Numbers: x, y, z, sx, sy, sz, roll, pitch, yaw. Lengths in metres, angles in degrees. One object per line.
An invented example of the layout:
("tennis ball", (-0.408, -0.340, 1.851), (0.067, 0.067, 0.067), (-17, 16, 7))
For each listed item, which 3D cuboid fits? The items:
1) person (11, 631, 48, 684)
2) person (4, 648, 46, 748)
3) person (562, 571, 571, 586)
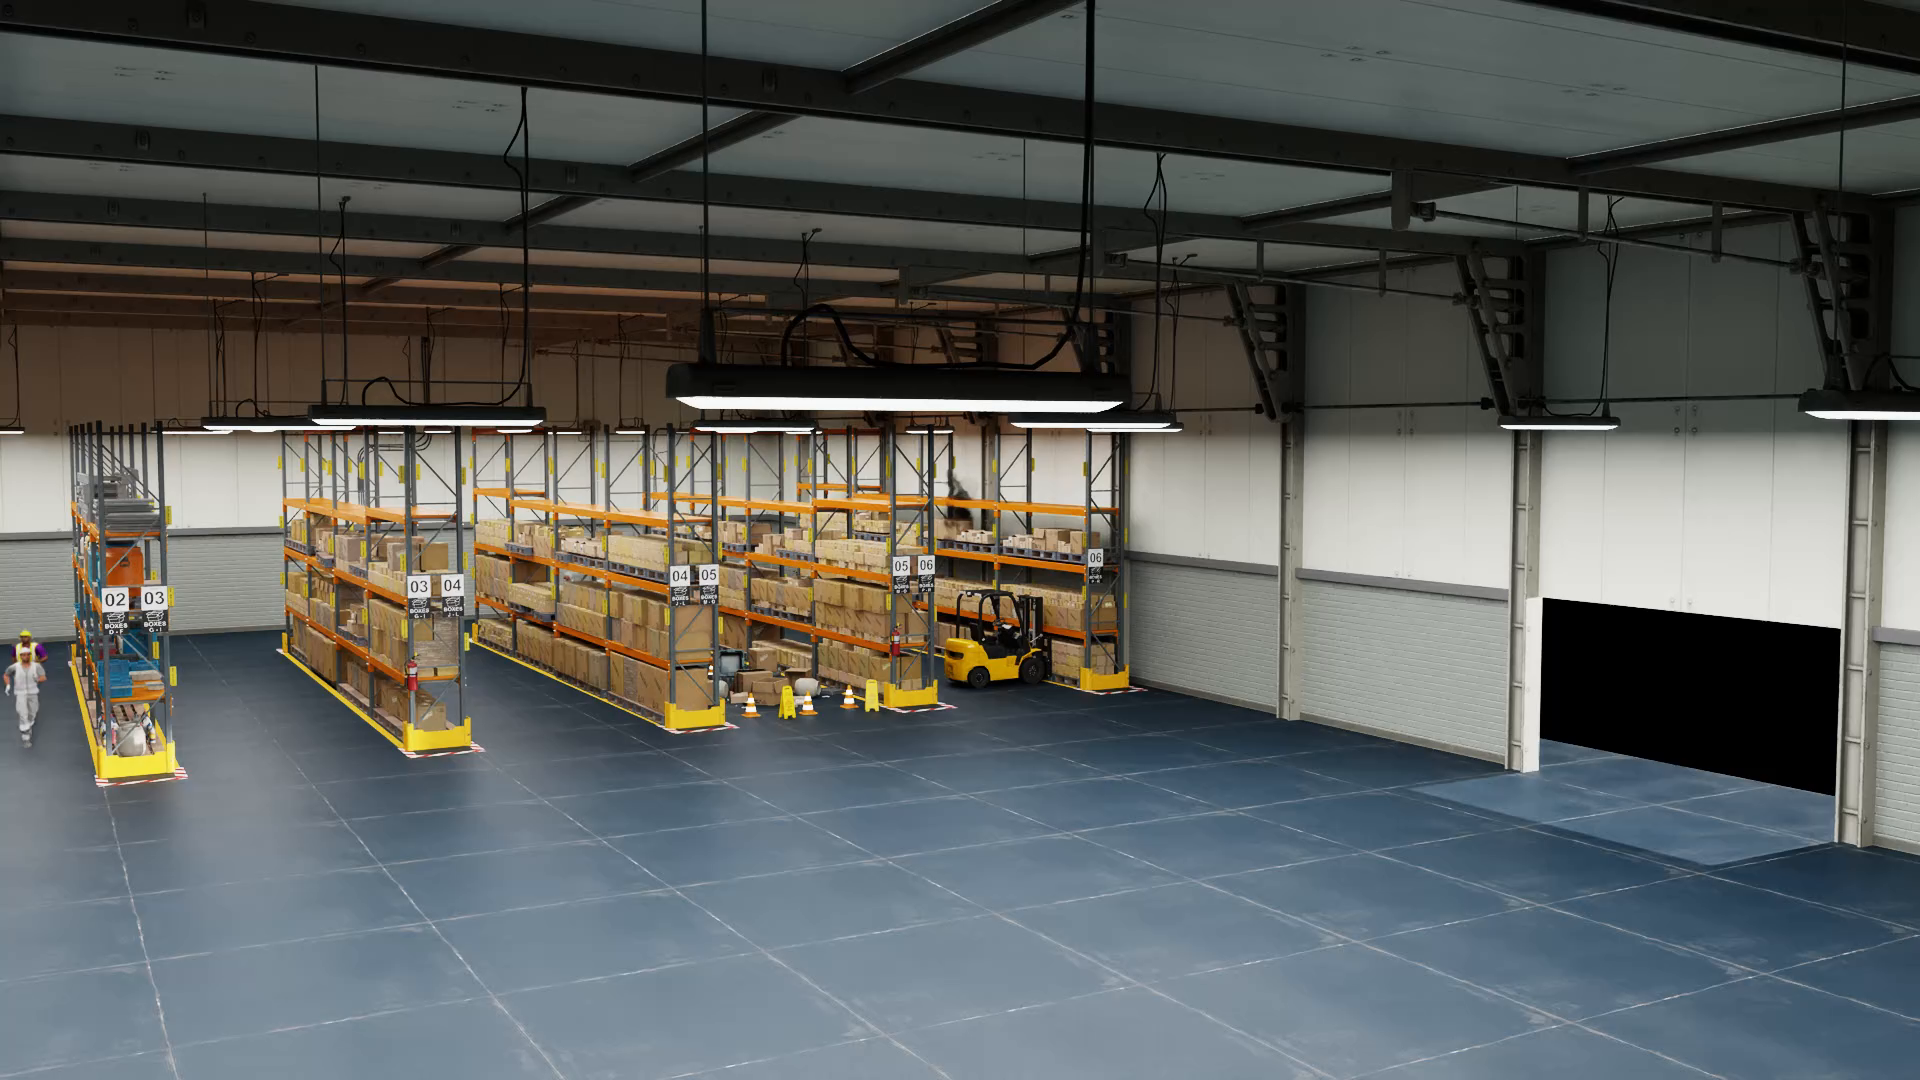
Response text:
("person", (-19.122, 2.735, 34.146), (0.669, 1.773, 0.889), (-1, 4, -22))
("person", (-17.322, 2.896, 30.854), (0.656, 1.810, 0.930), (-3, 5, -41))
("person", (-11.601, 1.805, 49.340), (0.665, 1.751, 0.682), (-3, 4, -38))
